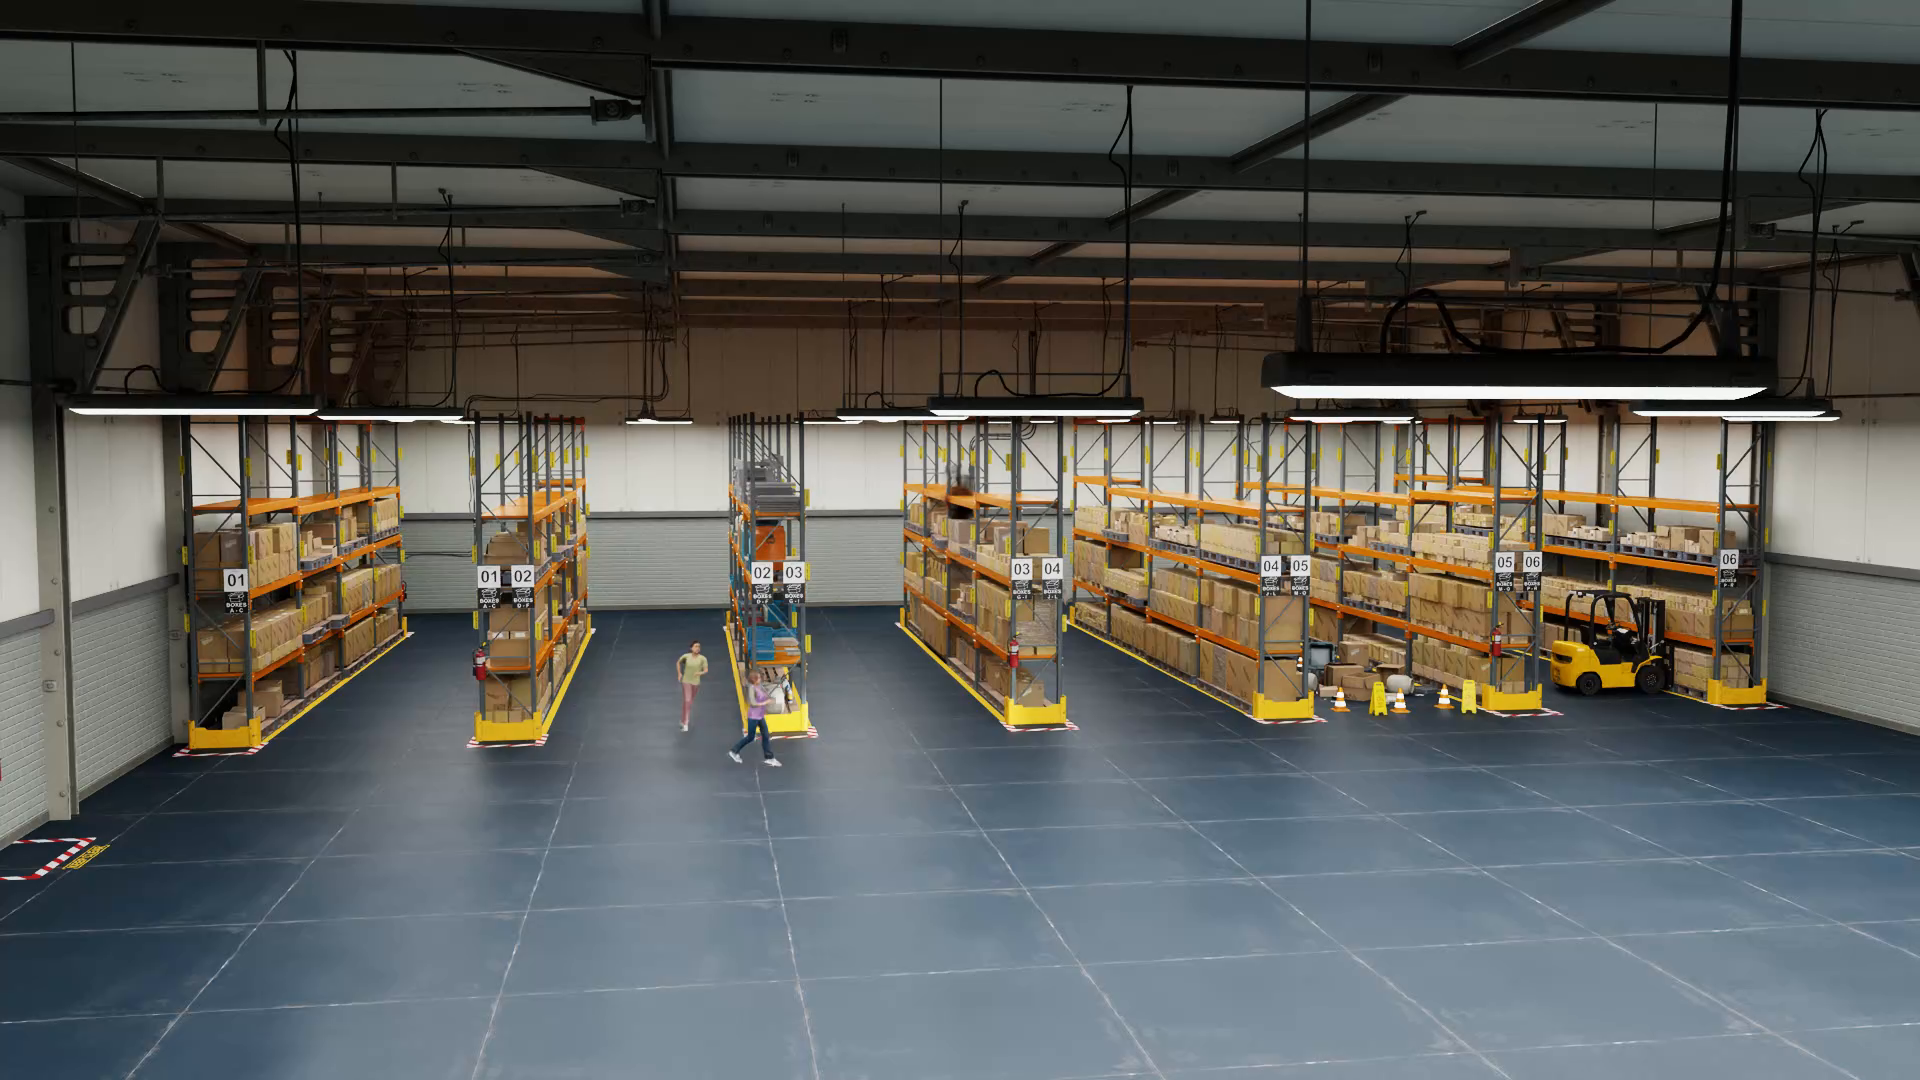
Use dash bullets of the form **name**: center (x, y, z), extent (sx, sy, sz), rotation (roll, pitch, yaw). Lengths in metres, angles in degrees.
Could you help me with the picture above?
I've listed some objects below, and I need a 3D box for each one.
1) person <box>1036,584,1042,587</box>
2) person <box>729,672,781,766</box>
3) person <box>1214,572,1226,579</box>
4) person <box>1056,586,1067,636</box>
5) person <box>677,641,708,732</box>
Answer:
- **person**: center (2.259, 1.771, 47.056), extent (0.636, 1.549, 0.933), rotation (0, 4, -4)
- **person**: center (-3.433, 3.000, 27.950), extent (0.865, 1.592, 0.535), rotation (1, 4, 13)
- **person**: center (7.963, 1.433, 50.590), extent (0.830, 1.751, 0.697), rotation (0, 4, -3)
- **person**: center (2.624, 1.805, 45.443), extent (0.677, 1.683, 0.721), rotation (-1, 4, -10)
- **person**: center (-5.075, 2.758, 31.598), extent (0.552, 1.707, 0.716), rotation (-2, 4, -24)
